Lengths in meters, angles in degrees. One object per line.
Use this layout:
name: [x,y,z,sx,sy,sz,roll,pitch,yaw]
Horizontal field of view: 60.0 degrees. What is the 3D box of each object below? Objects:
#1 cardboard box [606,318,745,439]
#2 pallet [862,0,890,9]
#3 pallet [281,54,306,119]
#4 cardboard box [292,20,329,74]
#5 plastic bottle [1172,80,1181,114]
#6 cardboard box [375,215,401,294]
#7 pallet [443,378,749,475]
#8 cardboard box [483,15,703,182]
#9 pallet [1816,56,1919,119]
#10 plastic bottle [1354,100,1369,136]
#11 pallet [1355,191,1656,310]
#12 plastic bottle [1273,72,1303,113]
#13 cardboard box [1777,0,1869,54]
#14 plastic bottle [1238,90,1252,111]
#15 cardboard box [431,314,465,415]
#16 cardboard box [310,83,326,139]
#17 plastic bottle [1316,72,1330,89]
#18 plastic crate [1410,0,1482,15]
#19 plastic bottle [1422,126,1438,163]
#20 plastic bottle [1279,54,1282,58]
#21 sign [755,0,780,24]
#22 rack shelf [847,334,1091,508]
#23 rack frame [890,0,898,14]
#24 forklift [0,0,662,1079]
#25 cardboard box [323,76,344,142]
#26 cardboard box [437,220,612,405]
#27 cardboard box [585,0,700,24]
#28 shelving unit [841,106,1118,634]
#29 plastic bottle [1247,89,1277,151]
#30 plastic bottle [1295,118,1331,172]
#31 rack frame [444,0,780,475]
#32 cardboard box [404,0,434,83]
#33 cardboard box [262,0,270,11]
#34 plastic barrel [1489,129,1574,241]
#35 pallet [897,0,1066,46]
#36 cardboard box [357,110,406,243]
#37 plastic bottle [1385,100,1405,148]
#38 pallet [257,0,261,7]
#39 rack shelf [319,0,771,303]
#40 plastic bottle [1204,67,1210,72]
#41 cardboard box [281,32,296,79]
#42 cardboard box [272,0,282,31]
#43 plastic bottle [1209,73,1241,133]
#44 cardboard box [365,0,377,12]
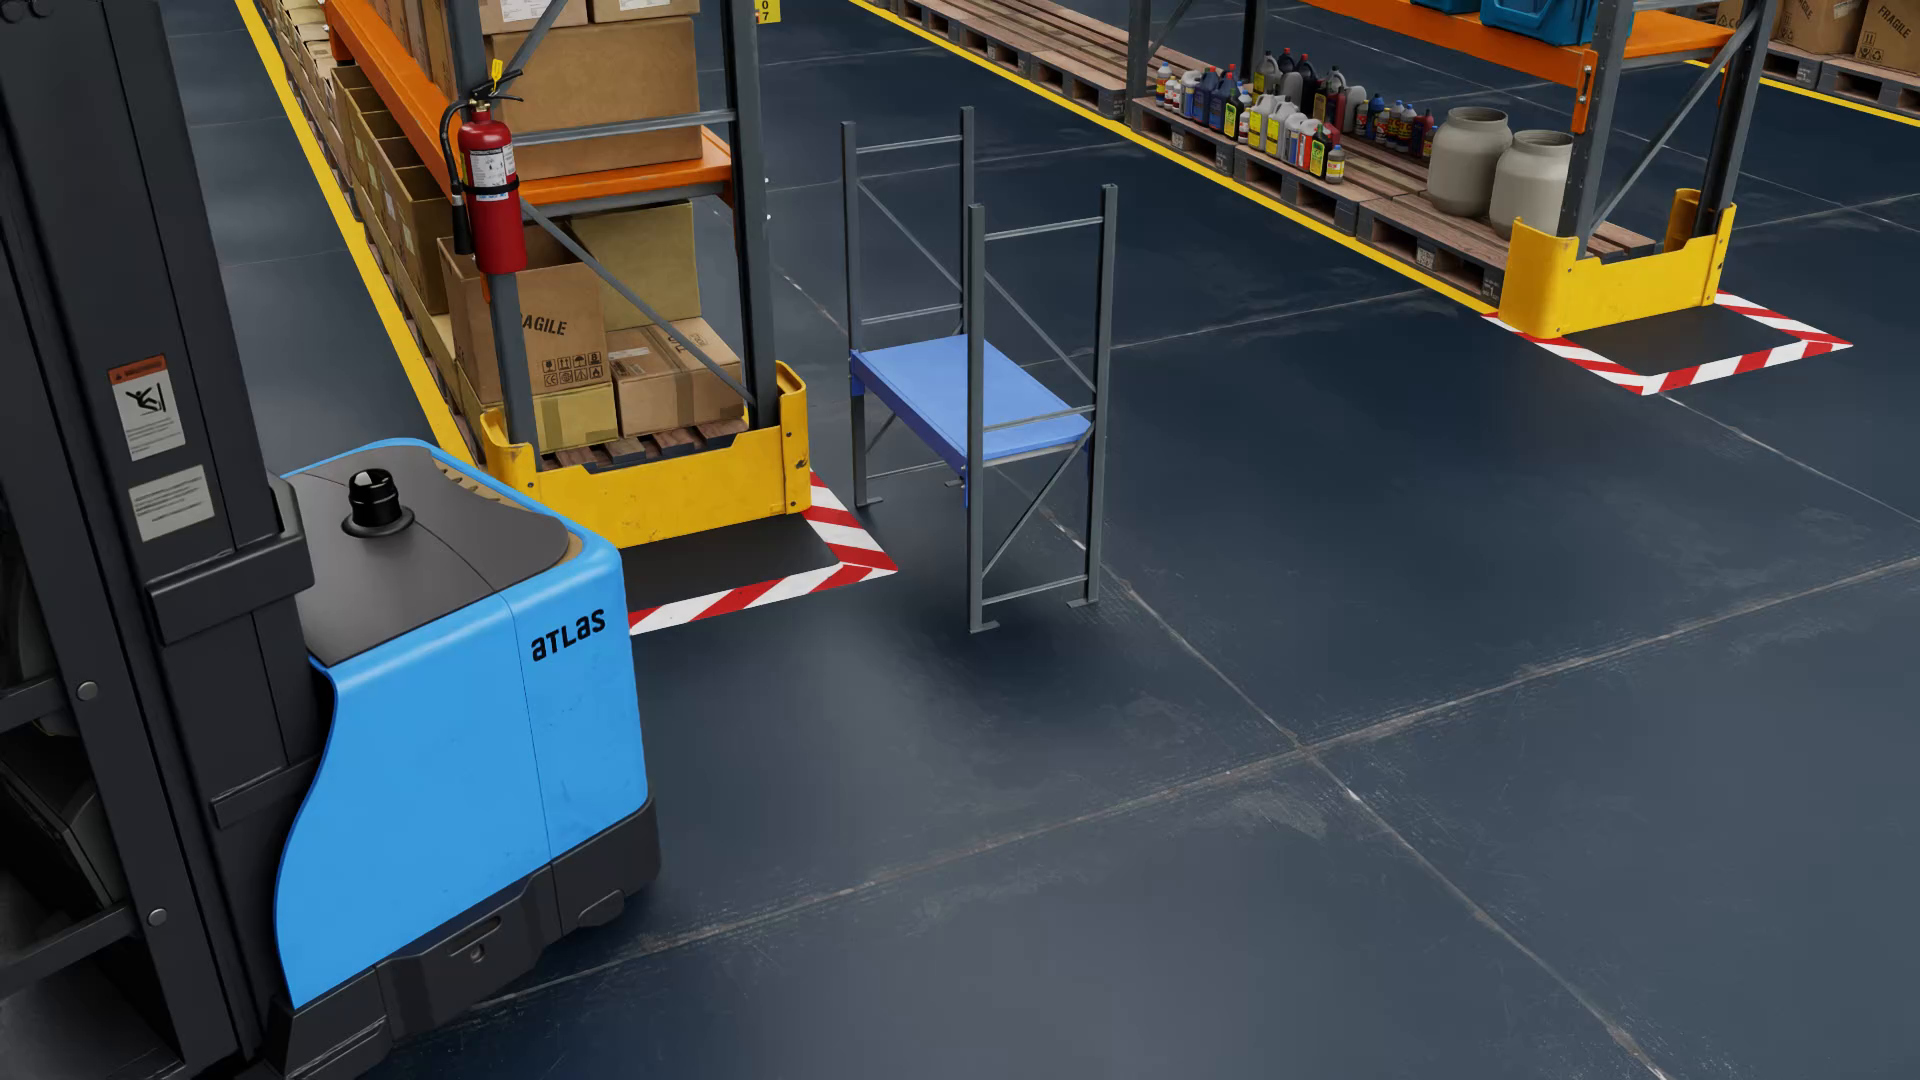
cardboard box: [-1.199,-0.664,6.750,0.500,0.250,0.500,-13,32,-22]
pallet: [-0.505,-5.092,15.115,1.003,0.211,1.213,-13,32,-22]
pallet: [-4.286,-3.343,11.995,1.003,0.211,1.213,-13,32,-22]
cardboard box: [-3.974,-3.183,10.668,0.500,0.311,0.500,-13,32,-23]
plastic bottle: [1.416,-2.851,10.678,0.097,0.201,0.097,0,29,0]
cardboard box: [-2.542,-1.435,8.124,0.500,0.250,0.500,-13,32,-22]
pallet: [-1.536,-0.510,6.943,1.003,0.211,1.213,-13,32,-22]
cardboard box: [-1.359,-1.649,6.022,0.700,0.500,0.500,-13,32,-22]
pallet: [6.909,-3.197,11.735,1.003,0.211,1.213,-13,32,-22]
plastic bottle: [2.488,-2.603,10.236,0.097,0.201,0.097,0,29,0]
pallet: [2.886,-1.603,8.892,1.003,0.211,1.213,-13,32,-22]
plastic bottle: [2.084,-2.855,10.610,0.152,0.276,0.135,-13,32,-22]
cardboard box: [6.450,-3.898,12.262,0.500,0.500,0.500,-3,29,-6]
plastic bottle: [1.738,-2.620,10.195,0.097,0.271,0.097,0,29,0]
cardboard box: [-1.893,-0.774,6.945,0.500,0.250,0.500,-13,32,-22]
cardboard box: [-3.763,-2.720,10.415,0.500,0.250,0.500,-12,32,-21]
plastic bottle: [2.315,-2.837,10.570,0.061,0.283,0.133,-11,31,-19]
plastic crate: [2.547,-2.817,8.358,0.499,0.251,0.408,-13,32,-22]
plastic bottle: [2.764,-2.319,9.729,0.097,0.201,0.097,0,29,0]
plastic bottle: [2.093,-3.066,10.978,0.061,0.283,0.133,-11,31,-20]
sign: [-0.666,-1.923,5.646,0.100,0.325,0.005,-13,32,-22]
rack shelf: [0.037,-0.460,5.904,0.538,0.185,1.000,-13,32,-22]
rack frame: [-0.129,-5.969,13.828,1.000,3.000,0.127,-13,32,-22]
forklift: [-2.177,0.043,3.176,1.130,2.935,3.031,24,37,36]
cardboard box: [-3.320,-2.511,9.469,0.500,0.311,0.500,-13,32,-22]
cardboard box: [-1.669,-0.882,6.371,0.500,0.500,0.500,-13,32,-22]
cardboard box: [-1.144,-1.942,5.881,0.380,0.149,0.250,-13,32,-22]
shelving unit: [0.037,-0.616,5.816,0.538,1.500,1.048,-13,32,-22]
plastic bottle: [1.823,-2.524,9.942,0.144,0.351,0.185,-13,32,-22]
plastic bottle: [2.038,-2.275,9.576,0.152,0.276,0.135,-13,32,-22]
rack frame: [-1.170,-1.397,5.674,1.000,3.000,0.127,-13,32,-22]
cardboard box: [-2.026,-2.333,7.241,0.700,0.500,0.500,-12,31,-21]
cardboard box: [-5.440,-4.625,13.537,0.500,0.500,0.500,-14,32,-24]
plastic barrel: [2.954,-1.808,8.521,0.421,0.512,0.421,0,29,0]
pallet: [0.168,-4.402,13.885,1.003,0.211,1.213,-13,32,-22]
cardboard box: [-2.541,-1.762,7.941,0.500,0.500,0.500,-13,32,-22]
plastic bottle: [2.618,-2.499,9.979,0.097,0.271,0.097,0,29,0]
pallet: [-5.938,-5.130,15.183,1.003,0.211,1.213,-13,32,-22]
rack shelf: [-2.029,-1.966,7.425,1.077,0.370,4.000,-13,32,-22]
plastic bottle: [1.588,-2.862,10.614,0.061,0.283,0.133,-13,32,-22]
cardboard box: [-4.428,-3.400,11.628,0.500,0.250,0.500,-14,32,-23]
cardboard box: [-4.645,-3.866,11.886,0.500,0.311,0.500,-12,31,-20]
plastic bottle: [1.641,-2.712,10.277,0.144,0.351,0.185,-15,32,-24]
cardboard box: [-2.691,-3.013,8.453,0.700,0.500,0.500,-14,32,-23]
